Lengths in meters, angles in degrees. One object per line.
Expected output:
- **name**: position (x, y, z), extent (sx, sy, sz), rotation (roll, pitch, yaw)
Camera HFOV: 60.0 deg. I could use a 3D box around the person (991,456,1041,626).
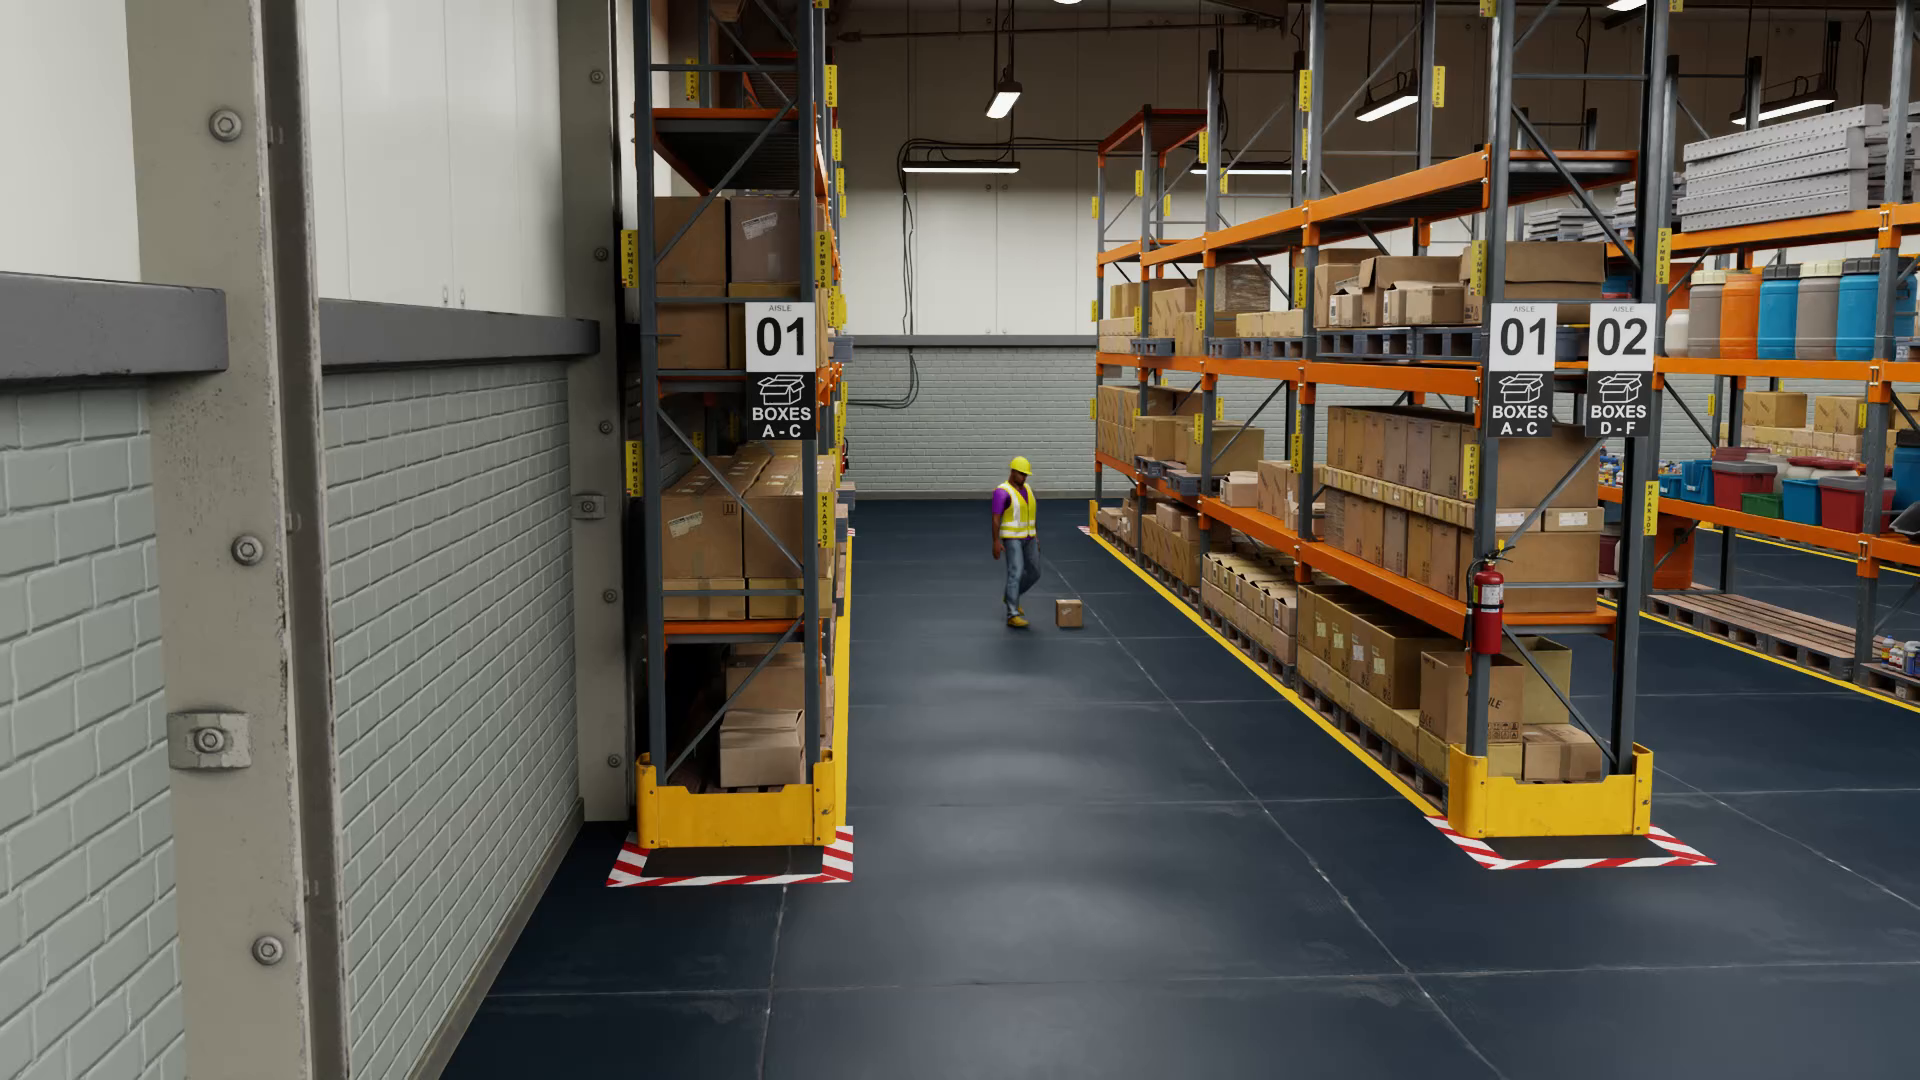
- **person**: position (0.610, -0.005, 17.587), extent (0.640, 1.761, 0.655), rotation (6, 9, 42)
